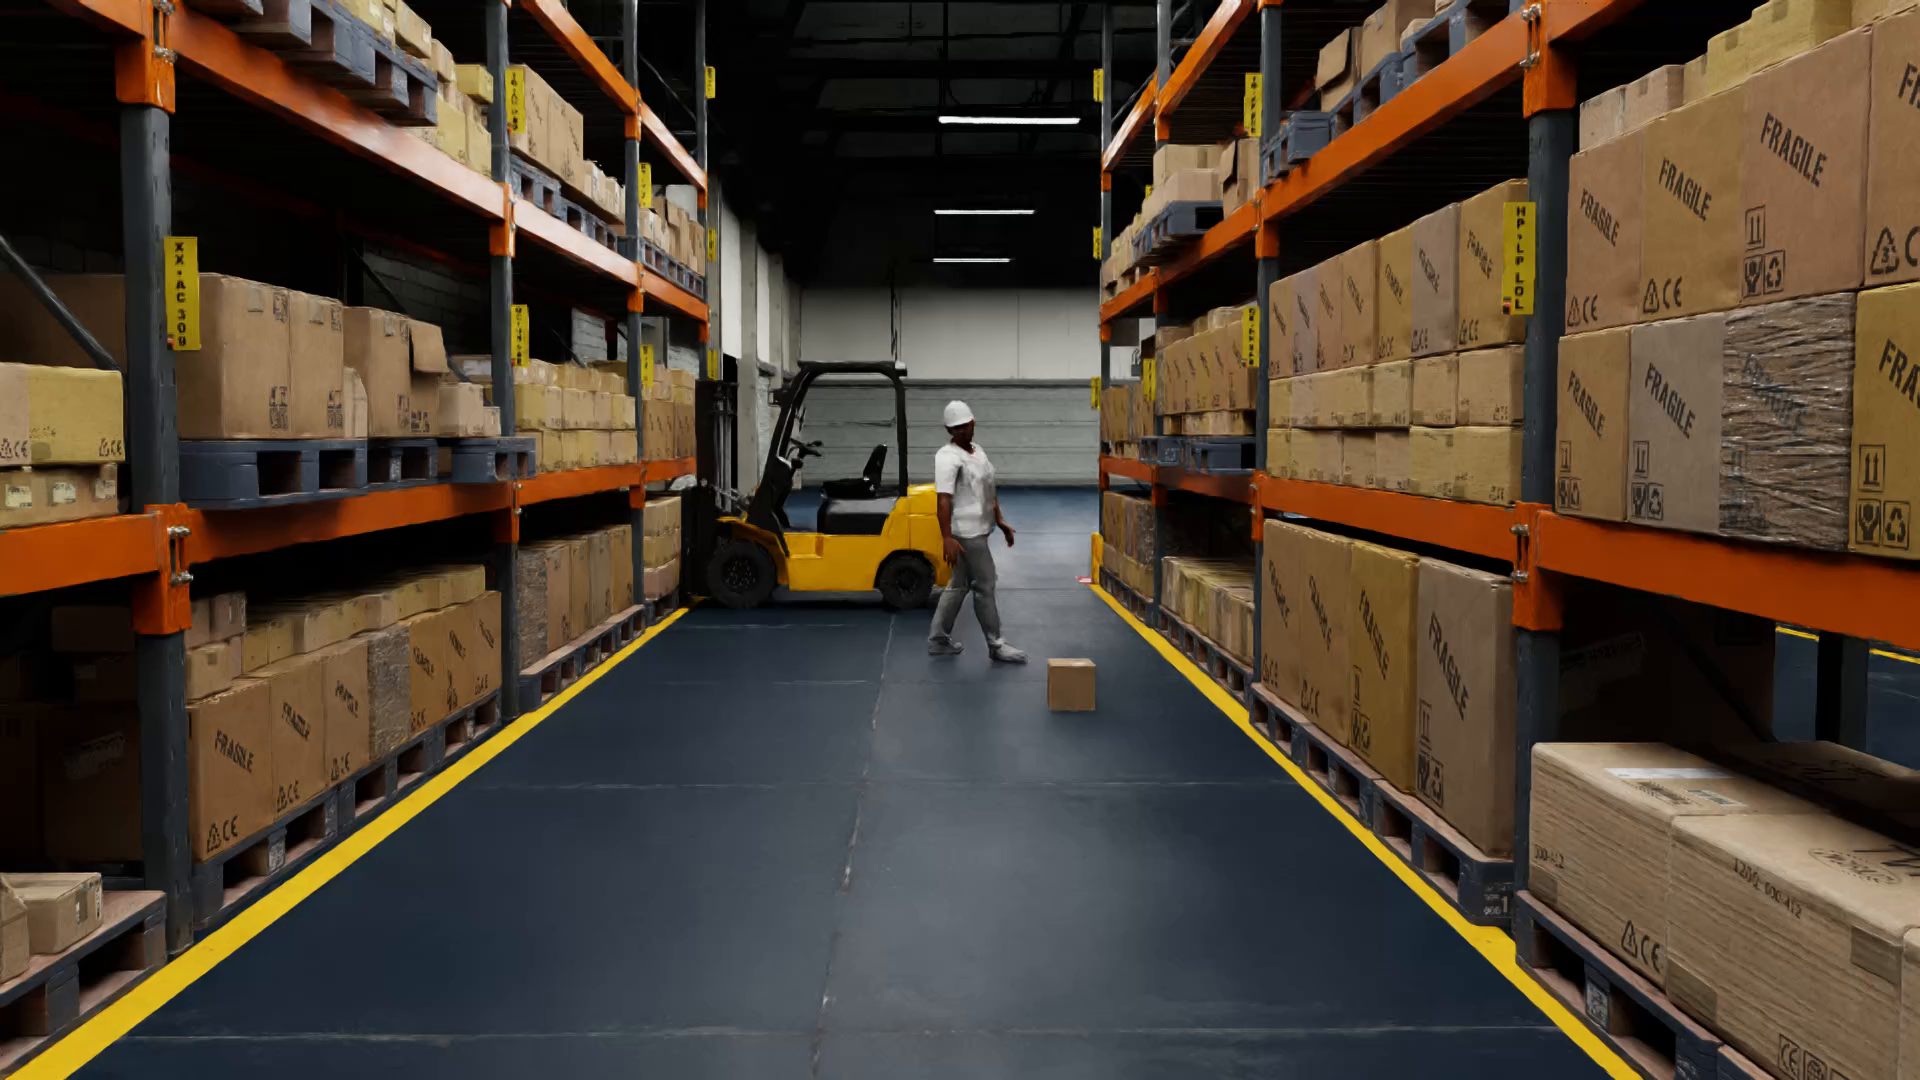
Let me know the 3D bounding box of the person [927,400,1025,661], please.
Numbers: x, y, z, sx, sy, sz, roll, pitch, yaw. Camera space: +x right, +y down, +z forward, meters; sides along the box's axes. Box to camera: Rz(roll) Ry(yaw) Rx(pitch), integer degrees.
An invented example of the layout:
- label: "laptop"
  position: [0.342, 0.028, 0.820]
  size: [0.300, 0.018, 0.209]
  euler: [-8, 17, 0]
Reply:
- label: "person"
  position: [0.101, -0.058, 11.078]
  size: [0.679, 1.737, 0.613]
  euler: [1, 4, 11]
